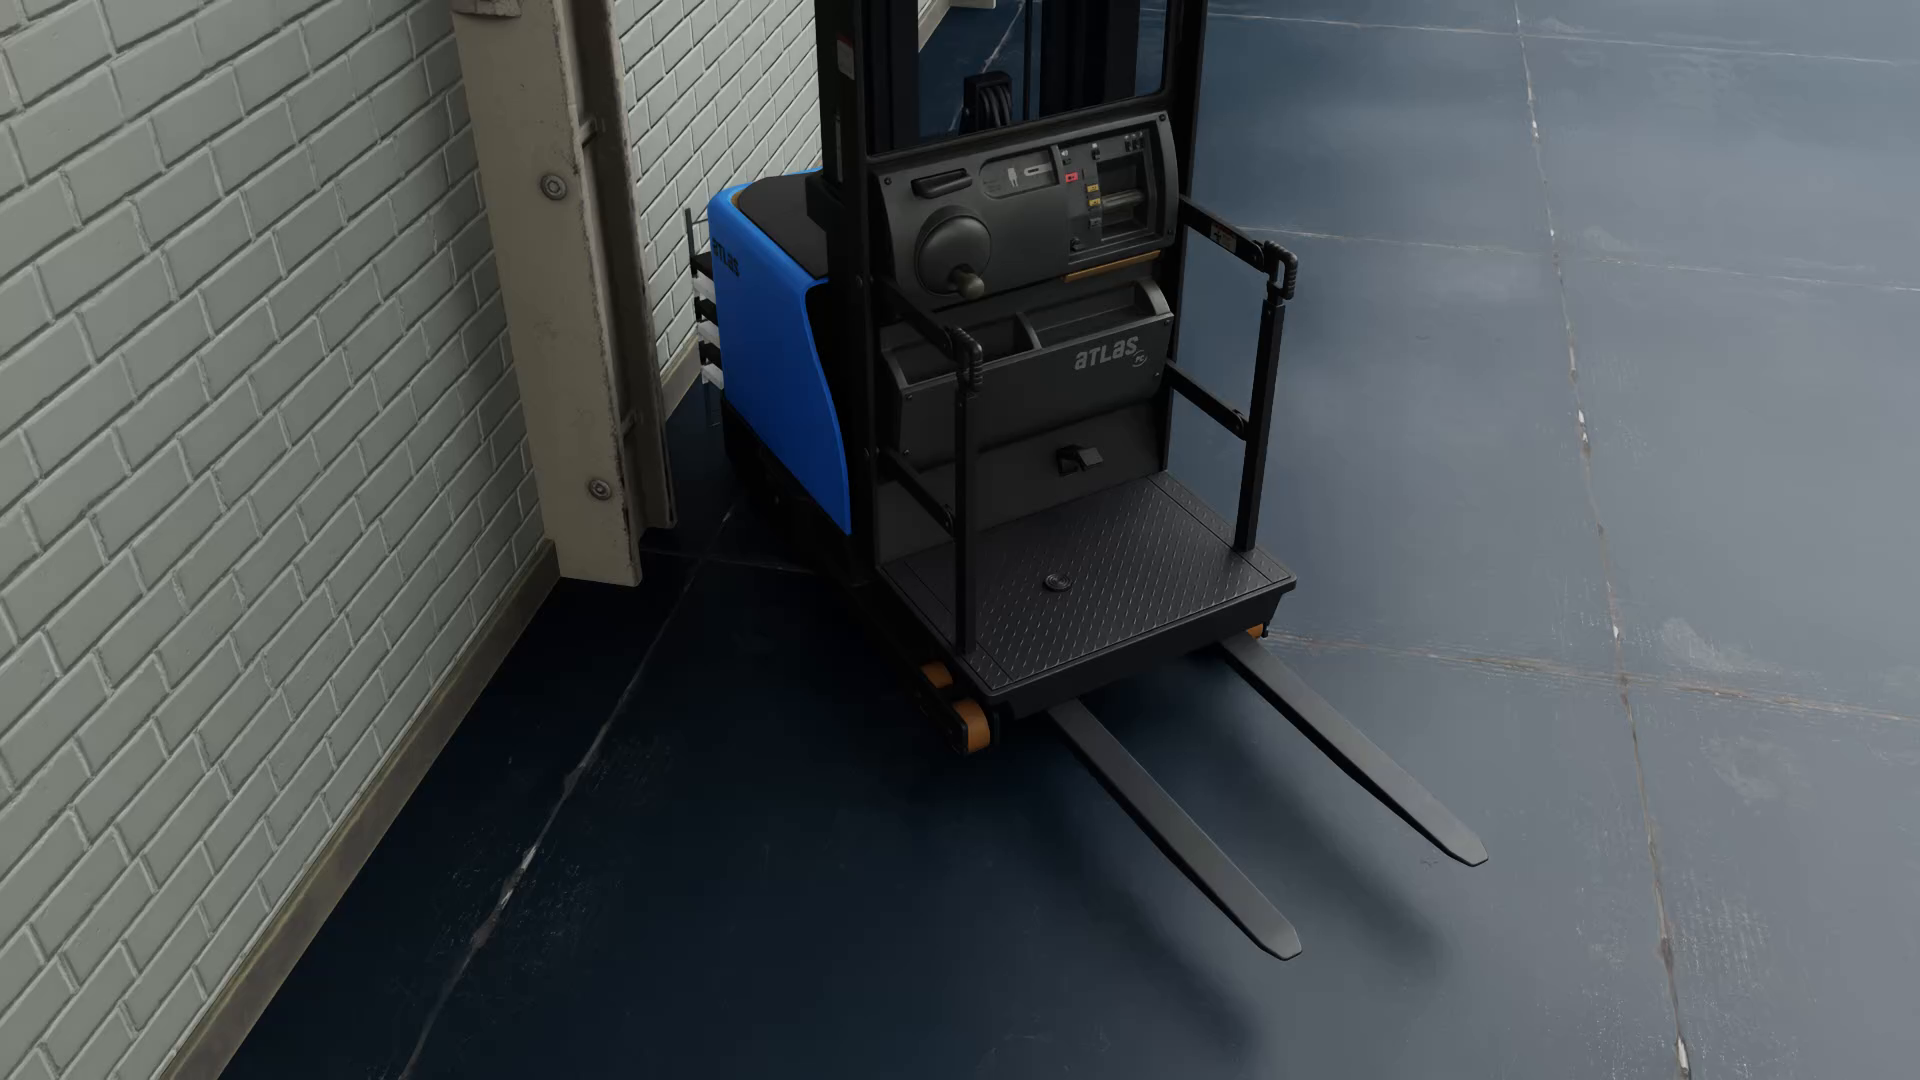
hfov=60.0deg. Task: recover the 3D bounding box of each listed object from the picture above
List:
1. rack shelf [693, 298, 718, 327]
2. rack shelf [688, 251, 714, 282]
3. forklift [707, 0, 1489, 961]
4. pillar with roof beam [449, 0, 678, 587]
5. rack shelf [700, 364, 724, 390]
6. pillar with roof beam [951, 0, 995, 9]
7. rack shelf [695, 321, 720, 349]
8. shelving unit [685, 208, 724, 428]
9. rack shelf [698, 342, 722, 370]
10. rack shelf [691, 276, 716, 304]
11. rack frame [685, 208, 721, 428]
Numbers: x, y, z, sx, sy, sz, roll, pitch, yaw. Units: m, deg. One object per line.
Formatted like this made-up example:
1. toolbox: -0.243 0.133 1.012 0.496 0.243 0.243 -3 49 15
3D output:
1. rack shelf: -0.804 -0.831 6.033 0.258 0.077 0.200 -23 42 -29
2. rack shelf: -0.804 -0.977 5.927 0.258 0.077 0.200 -23 42 -29
3. forklift: 0.312 -0.867 4.449 1.130 2.935 3.031 -19 40 -24
4. pillar with roof beam: 3.022 -3.082 2.334 9.100 9.000 0.400 7 37 10
5. rack shelf: -0.804 -0.612 6.191 0.258 0.077 0.200 -23 42 -29
6. pillar with roof beam: 4.304 -6.521 7.080 9.100 9.000 0.400 7 37 10
7. rack shelf: -0.804 -0.758 6.086 0.258 0.077 0.200 -23 42 -29
8. shelving unit: -0.804 -0.785 6.066 0.258 0.900 0.210 -23 42 -29
9. rack shelf: -0.804 -0.685 6.139 0.258 0.077 0.200 -23 42 -29
10. rack shelf: -0.804 -0.904 5.980 0.258 0.077 0.200 -23 42 -29
11. rack frame: -0.864 -0.833 6.133 0.240 0.900 0.006 -23 42 -29
